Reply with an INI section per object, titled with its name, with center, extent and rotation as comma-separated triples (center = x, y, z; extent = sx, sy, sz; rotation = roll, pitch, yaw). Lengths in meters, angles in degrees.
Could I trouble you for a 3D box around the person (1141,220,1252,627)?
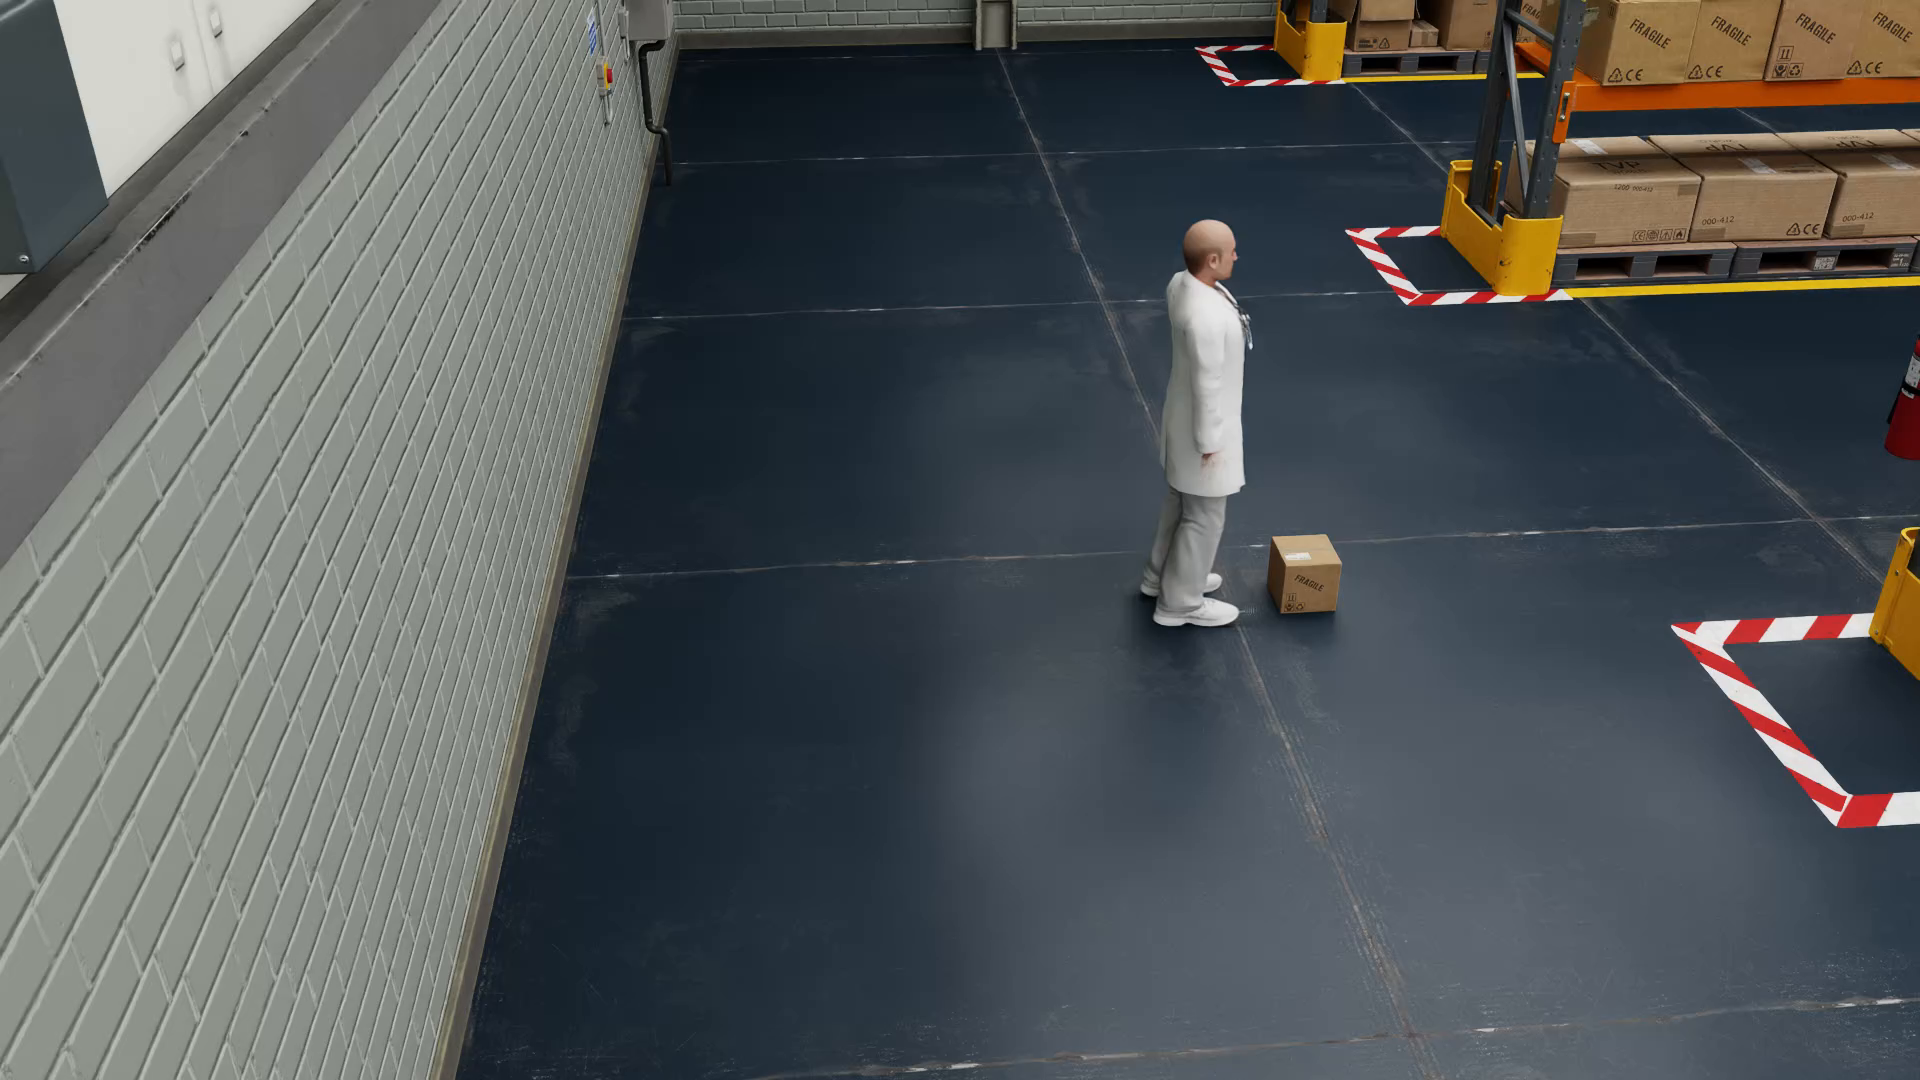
[person]
center = 1.014, -0.485, 6.970
extent = 0.391, 1.778, 0.562
rotation = -2, 31, -3
